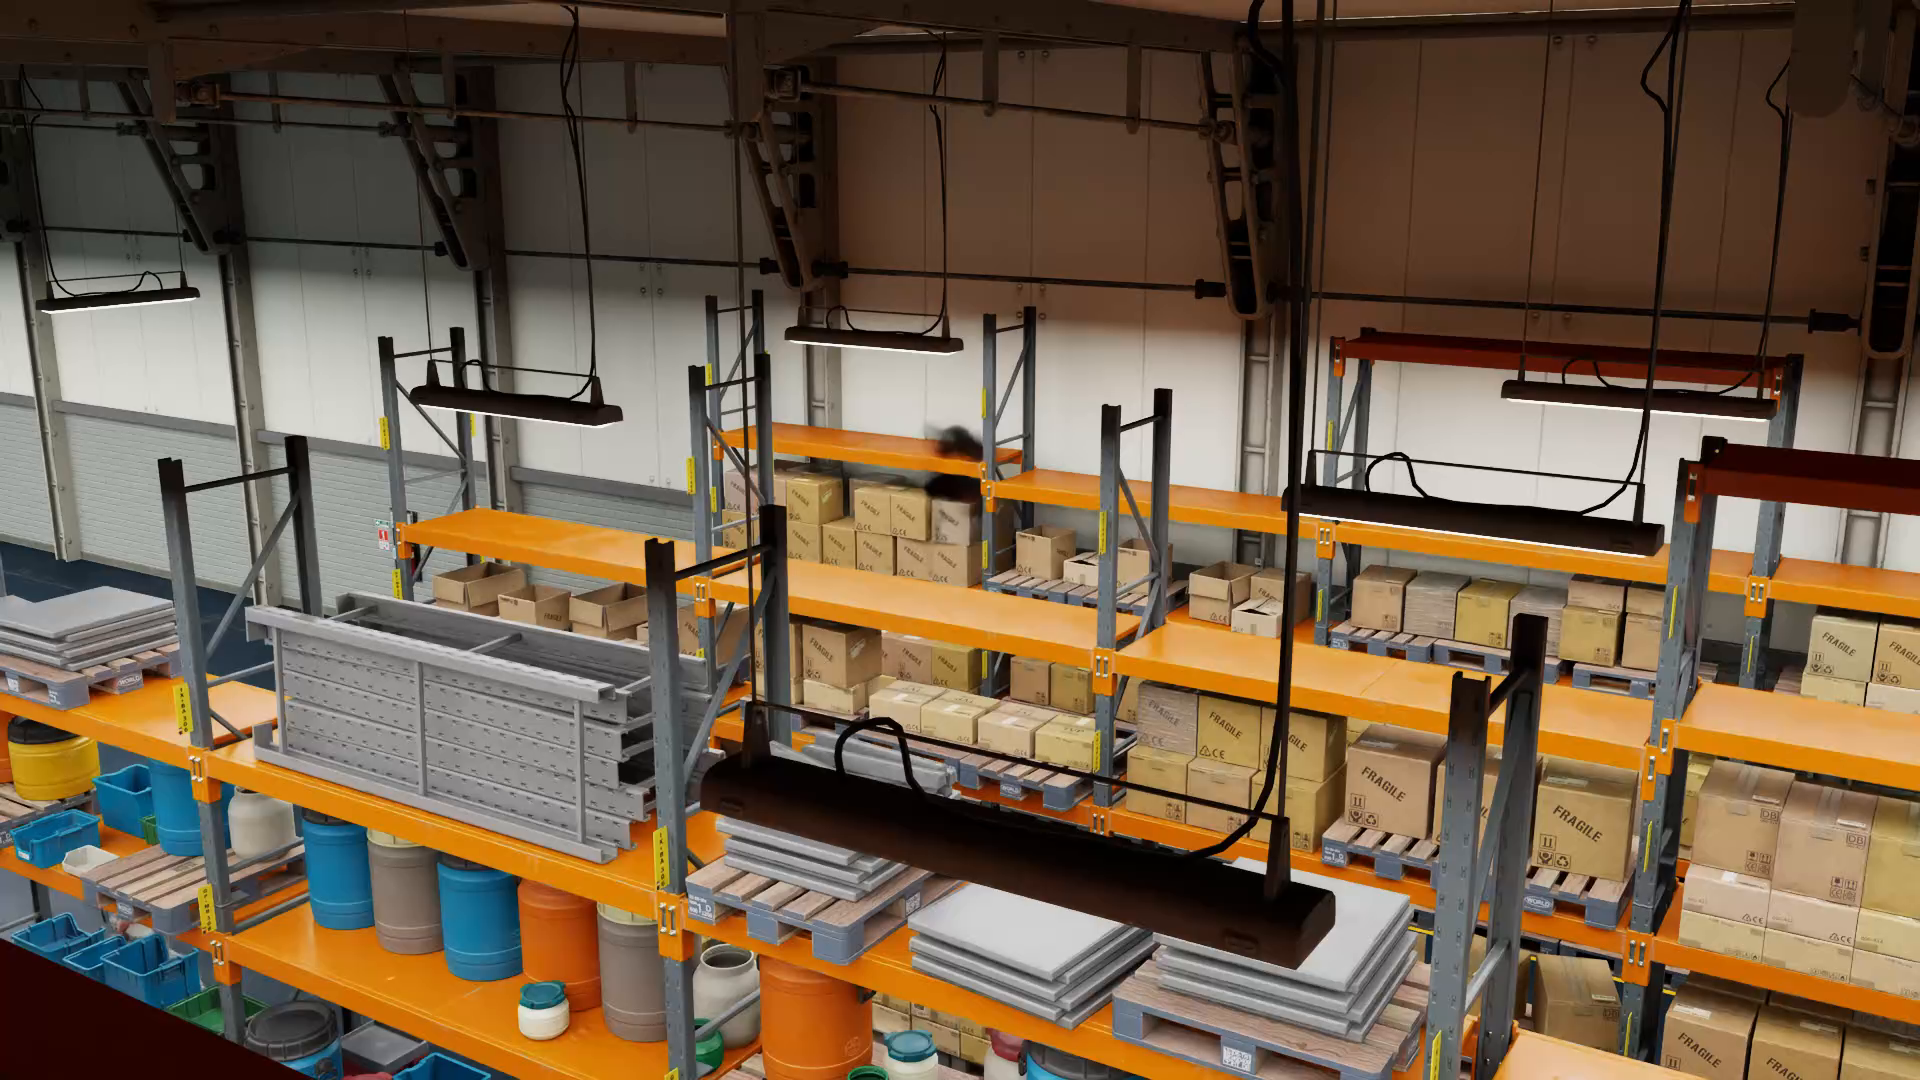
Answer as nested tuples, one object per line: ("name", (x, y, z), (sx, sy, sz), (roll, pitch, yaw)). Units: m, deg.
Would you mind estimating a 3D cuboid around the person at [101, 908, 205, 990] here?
("person", (-7.525, 3.563, 15.187), (0.865, 1.780, 0.727), (2, 14, 9))
